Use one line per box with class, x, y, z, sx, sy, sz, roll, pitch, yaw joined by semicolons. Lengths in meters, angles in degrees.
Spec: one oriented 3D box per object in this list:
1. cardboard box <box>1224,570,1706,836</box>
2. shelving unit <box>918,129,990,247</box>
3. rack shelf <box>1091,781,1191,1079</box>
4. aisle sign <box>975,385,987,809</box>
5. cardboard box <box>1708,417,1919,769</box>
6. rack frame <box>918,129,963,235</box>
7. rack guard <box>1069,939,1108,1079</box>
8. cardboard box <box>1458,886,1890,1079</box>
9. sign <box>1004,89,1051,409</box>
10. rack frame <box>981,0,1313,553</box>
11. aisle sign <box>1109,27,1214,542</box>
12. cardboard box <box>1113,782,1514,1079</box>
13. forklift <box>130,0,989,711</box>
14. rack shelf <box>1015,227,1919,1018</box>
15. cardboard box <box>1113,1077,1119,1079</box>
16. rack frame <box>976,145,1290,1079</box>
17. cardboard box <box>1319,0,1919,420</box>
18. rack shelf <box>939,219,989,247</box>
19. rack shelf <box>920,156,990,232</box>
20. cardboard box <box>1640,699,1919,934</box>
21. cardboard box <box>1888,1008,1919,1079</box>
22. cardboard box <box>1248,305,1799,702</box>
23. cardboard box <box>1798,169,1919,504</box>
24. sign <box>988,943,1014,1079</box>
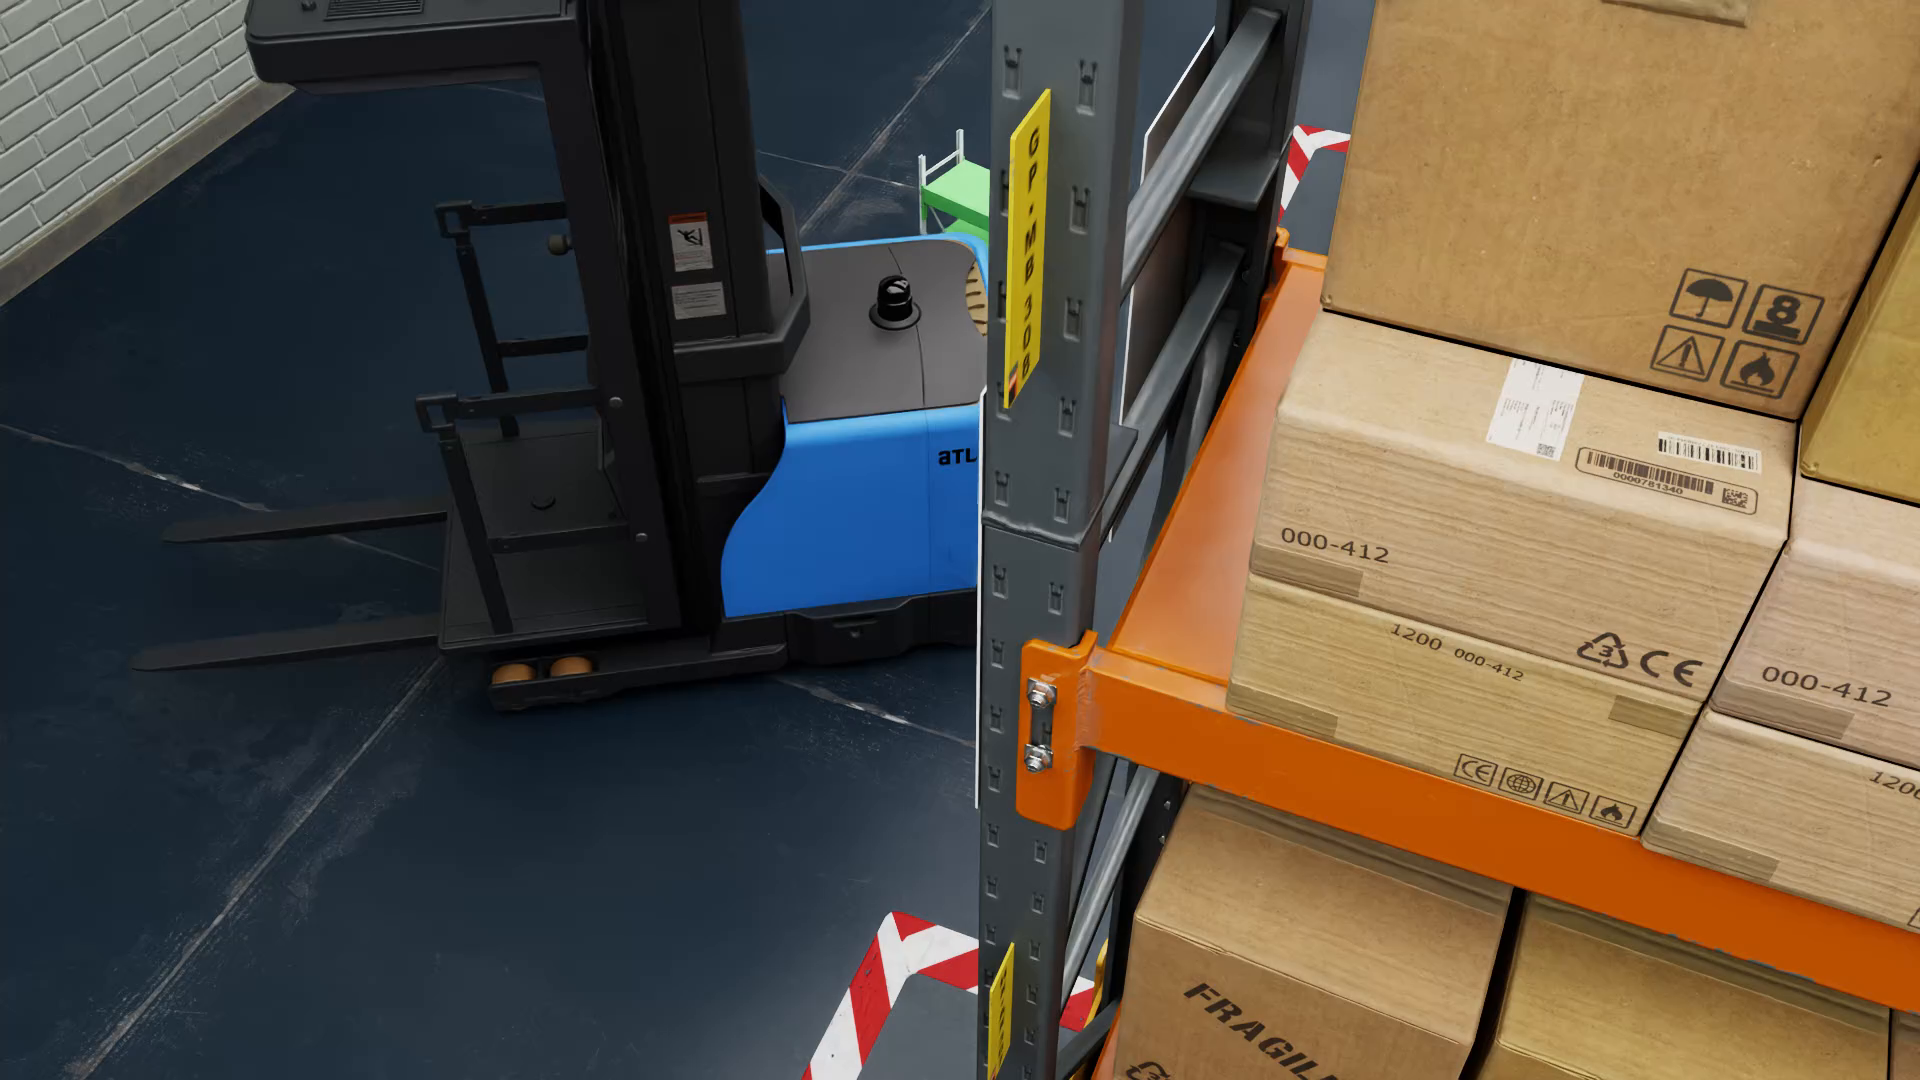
cardboard box;0.652;0.031;2.072;0.500;0.250;0.500;16;47;16
shelving unit;0.124;-0.895;6.299;0.503;1.200;0.258;29;52;26
rack shelf;2.122;1.534;3.092;4.000;0.370;1.077;16;47;16
aisle sign;0.100;-0.013;2.293;0.004;0.787;0.394;16;47;16
cardboard box;1.109;-0.002;1.751;0.500;0.250;0.500;16;47;16
rack frame;-0.068;-1.002;6.406;0.015;1.200;0.240;29;52;26
rack guard;0.346;1.643;4.245;0.348;0.500;1.175;16;47;16
cardboard box;1.070;0.775;2.564;0.500;0.500;0.500;17;47;16
sign;0.067;-0.284;1.662;0.005;0.325;0.100;16;47;16
rack frame;0.276;-1.391;1.268;0.127;3.000;1.000;16;47;16
aisle sign;0.331;-0.404;2.686;0.004;0.787;0.394;16;47;16
cardboard box;0.584;0.638;2.702;0.500;0.500;0.500;18;48;17
forklift;-1.312;-0.863;5.039;3.031;2.935;1.130;-7;45;-7
rack shelf;2.122;0.471;2.034;4.000;0.370;1.077;16;47;16
cardboard box;0.584;0.993;3.055;0.500;0.500;0.500;17;47;17
rack frame;0.276;0.736;3.384;0.127;3.000;1.000;16;47;16
cardboard box;0.757;-0.588;1.808;0.500;0.500;0.700;16;47;16
rack shelf;0.124;-1.020;6.175;0.480;0.148;0.258;29;52;26
rack shelf;0.124;-1.190;6.006;0.480;0.148;0.258;29;52;26
cardboard box;1.109;0.175;1.927;0.500;0.250;0.500;16;47;16
cardboard box;1.529;0.914;2.425;0.500;0.500;0.500;17;47;16
cardboard box;0.650;-0.143;1.892;0.500;0.250;0.500;16;47;16
cardboard box;1.185;-0.398;1.616;0.500;0.500;0.700;16;47;16
sign;0.067;0.782;2.723;0.005;0.325;0.100;16;47;16
